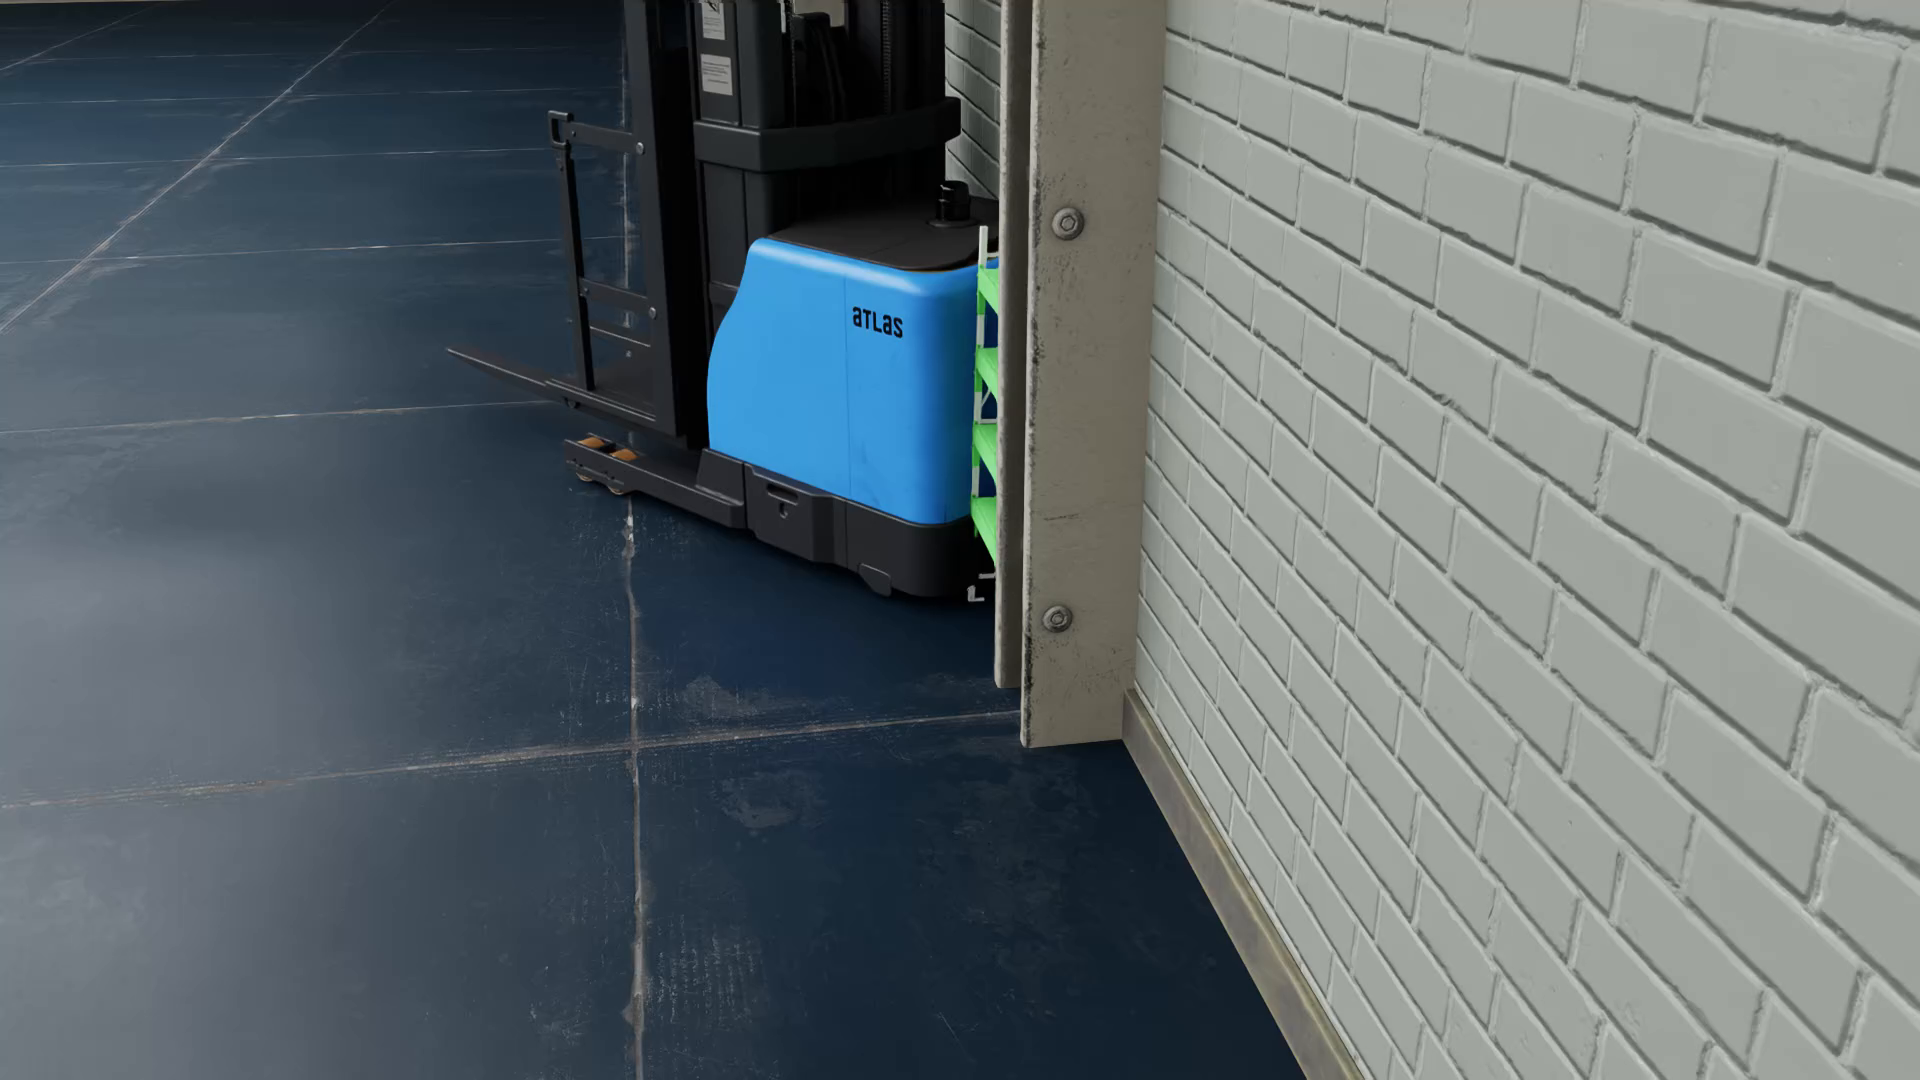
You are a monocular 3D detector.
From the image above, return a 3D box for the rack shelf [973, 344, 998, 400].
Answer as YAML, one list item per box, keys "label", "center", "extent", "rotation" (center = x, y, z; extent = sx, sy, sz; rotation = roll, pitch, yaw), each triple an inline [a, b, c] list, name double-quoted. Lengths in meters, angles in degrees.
- label: "rack shelf"
  center: [0.210, -0.425, 4.773]
  extent: [0.258, 0.148, 0.480]
  rotation: [-3, 24, -10]

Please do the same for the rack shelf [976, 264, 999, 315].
- label: "rack shelf"
  center: [0.217, -0.645, 4.677]
  extent: [0.258, 0.148, 0.480]
  rotation: [-3, 24, -10]

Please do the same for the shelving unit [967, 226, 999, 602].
- label: "shelving unit"
  center: [0.205, -0.264, 4.844]
  extent: [0.258, 1.200, 0.503]
  rotation: [-3, 24, -10]

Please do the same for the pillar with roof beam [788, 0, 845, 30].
- label: "pillar with roof beam"
  center: [-5.052, -5.695, 7.547]
  extent: [9.100, 9.000, 0.400]
  rotation: [-4, 24, -10]

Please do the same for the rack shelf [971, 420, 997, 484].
- label: "rack shelf"
  center: [0.203, -0.205, 4.870]
  extent: [0.258, 0.148, 0.480]
  rotation: [-3, 24, -10]

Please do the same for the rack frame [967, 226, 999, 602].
- label: "rack frame"
  center: [0.160, -0.362, 5.063]
  extent: [0.240, 1.200, 0.015]
  rotation: [-3, 24, -10]

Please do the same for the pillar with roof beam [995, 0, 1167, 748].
- label: "pillar with roof beam"
  center: [-3.943, -3.335, 2.143]
  extent: [9.100, 9.000, 0.400]
  rotation: [-4, 24, -10]

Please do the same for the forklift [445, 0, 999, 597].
- label: "forklift"
  center: [-0.846, -1.645, 5.854]
  extent: [3.031, 2.935, 1.130]
  rotation: [20, 31, 38]

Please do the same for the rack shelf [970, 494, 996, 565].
- label: "rack shelf"
  center: [0.197, 0.014, 4.966]
  extent: [0.258, 0.148, 0.480]
  rotation: [-3, 24, -10]
